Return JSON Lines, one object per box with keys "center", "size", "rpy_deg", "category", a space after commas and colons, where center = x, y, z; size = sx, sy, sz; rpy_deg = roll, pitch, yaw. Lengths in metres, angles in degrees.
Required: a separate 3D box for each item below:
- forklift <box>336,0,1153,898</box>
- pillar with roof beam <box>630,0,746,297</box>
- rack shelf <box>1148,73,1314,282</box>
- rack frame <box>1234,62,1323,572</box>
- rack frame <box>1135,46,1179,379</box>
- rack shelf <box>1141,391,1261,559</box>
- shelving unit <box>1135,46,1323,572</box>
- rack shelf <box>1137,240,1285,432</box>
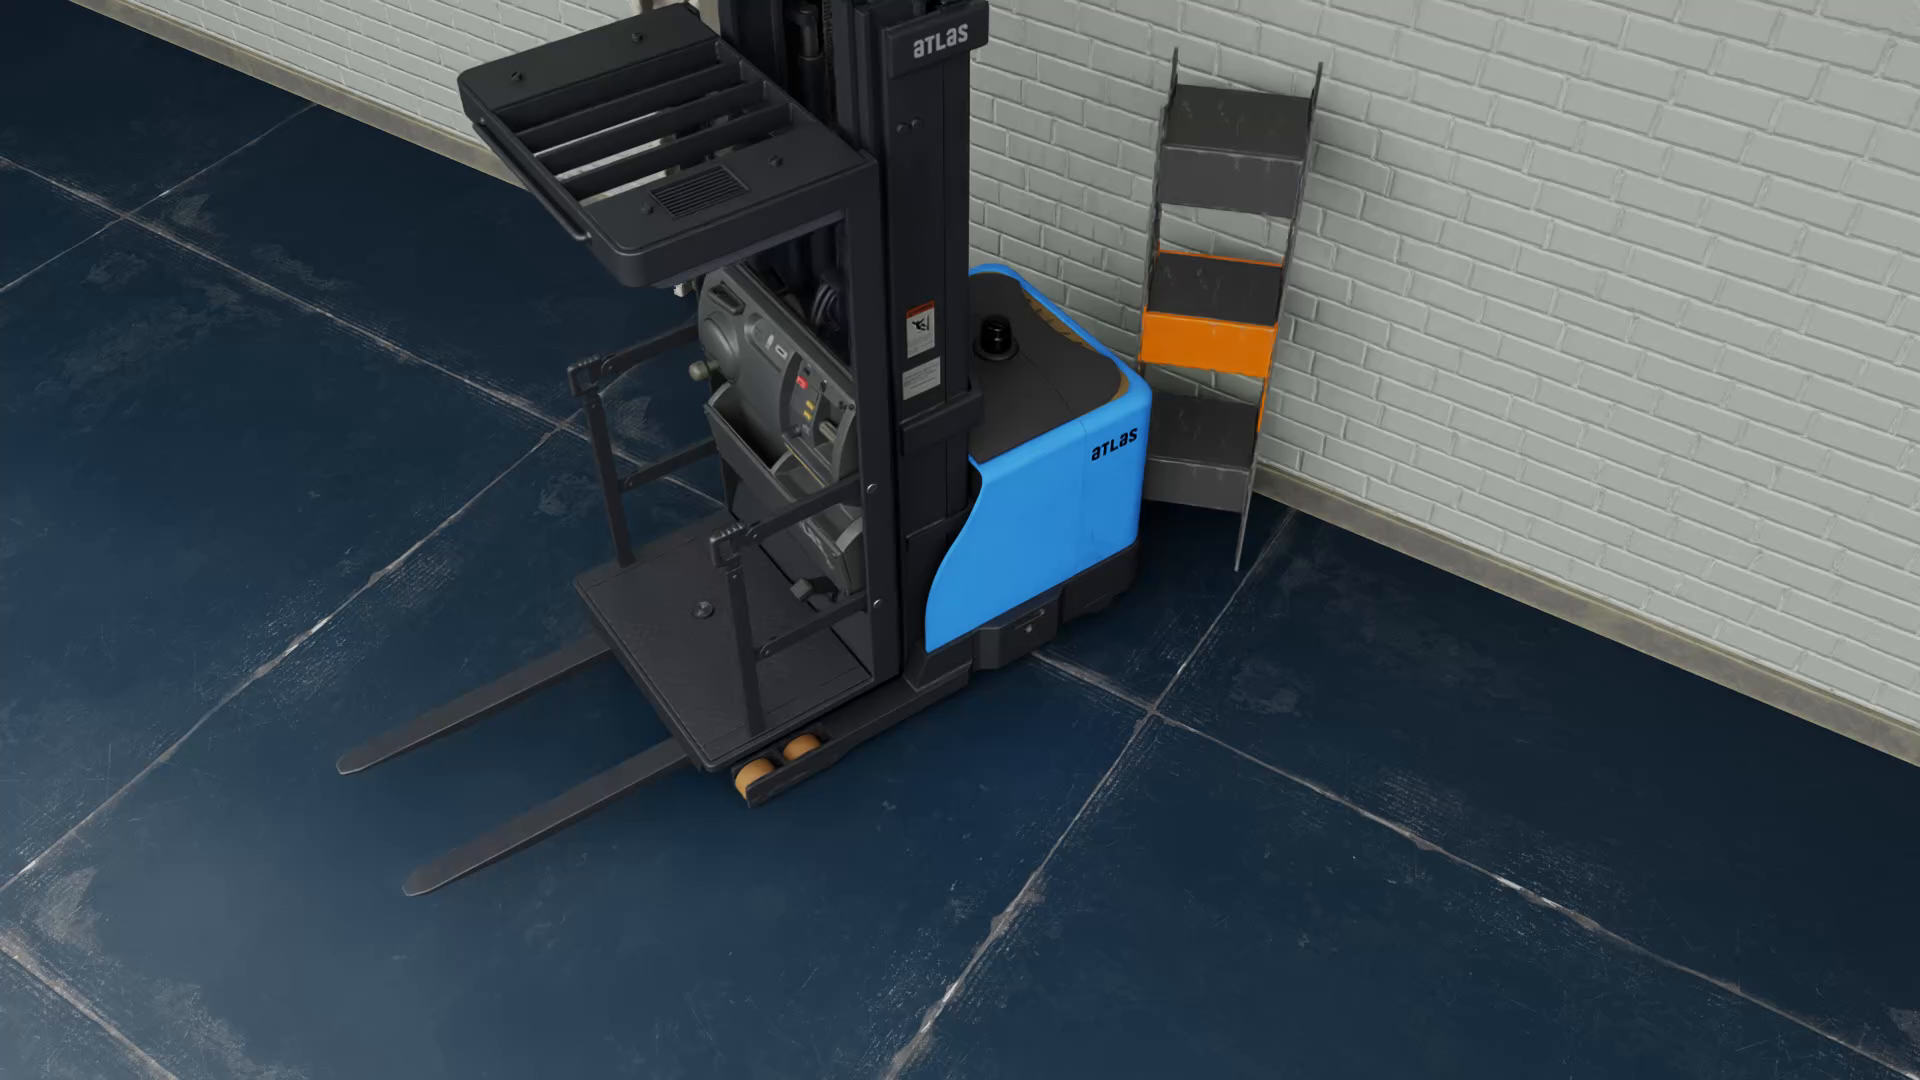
{"center": [-0.783, -0.501, 5.415], "size": [3.031, 2.935, 1.130], "rpy_deg": [-27, 51, -24], "category": "forklift"}
{"center": [-3.478, -1.762, 2.410], "size": [0.400, 9.000, 9.100], "rpy_deg": [25, 51, 22], "category": "pillar with roof beam"}
{"center": [0.939, -1.257, 5.772], "size": [0.480, 0.518, 0.431], "rpy_deg": [9, 46, 8], "category": "rack shelf"}
{"center": [1.178, -0.742, 6.229], "size": [0.015, 2.100, 0.400], "rpy_deg": [9, 46, 8], "category": "rack frame"}
{"center": [0.700, -0.814, 6.299], "size": [0.015, 2.100, 0.400], "rpy_deg": [9, 46, 8], "category": "rack frame"}
{"center": [0.939, -0.281, 6.776], "size": [0.480, 0.518, 0.431], "rpy_deg": [9, 46, 8], "category": "rack shelf"}
{"center": [0.939, -0.778, 6.264], "size": [0.503, 2.100, 0.431], "rpy_deg": [9, 46, 8], "category": "shelving unit"}
{"center": [0.939, -0.769, 6.274], "size": [0.480, 0.518, 0.431], "rpy_deg": [9, 46, 8], "category": "rack shelf"}
